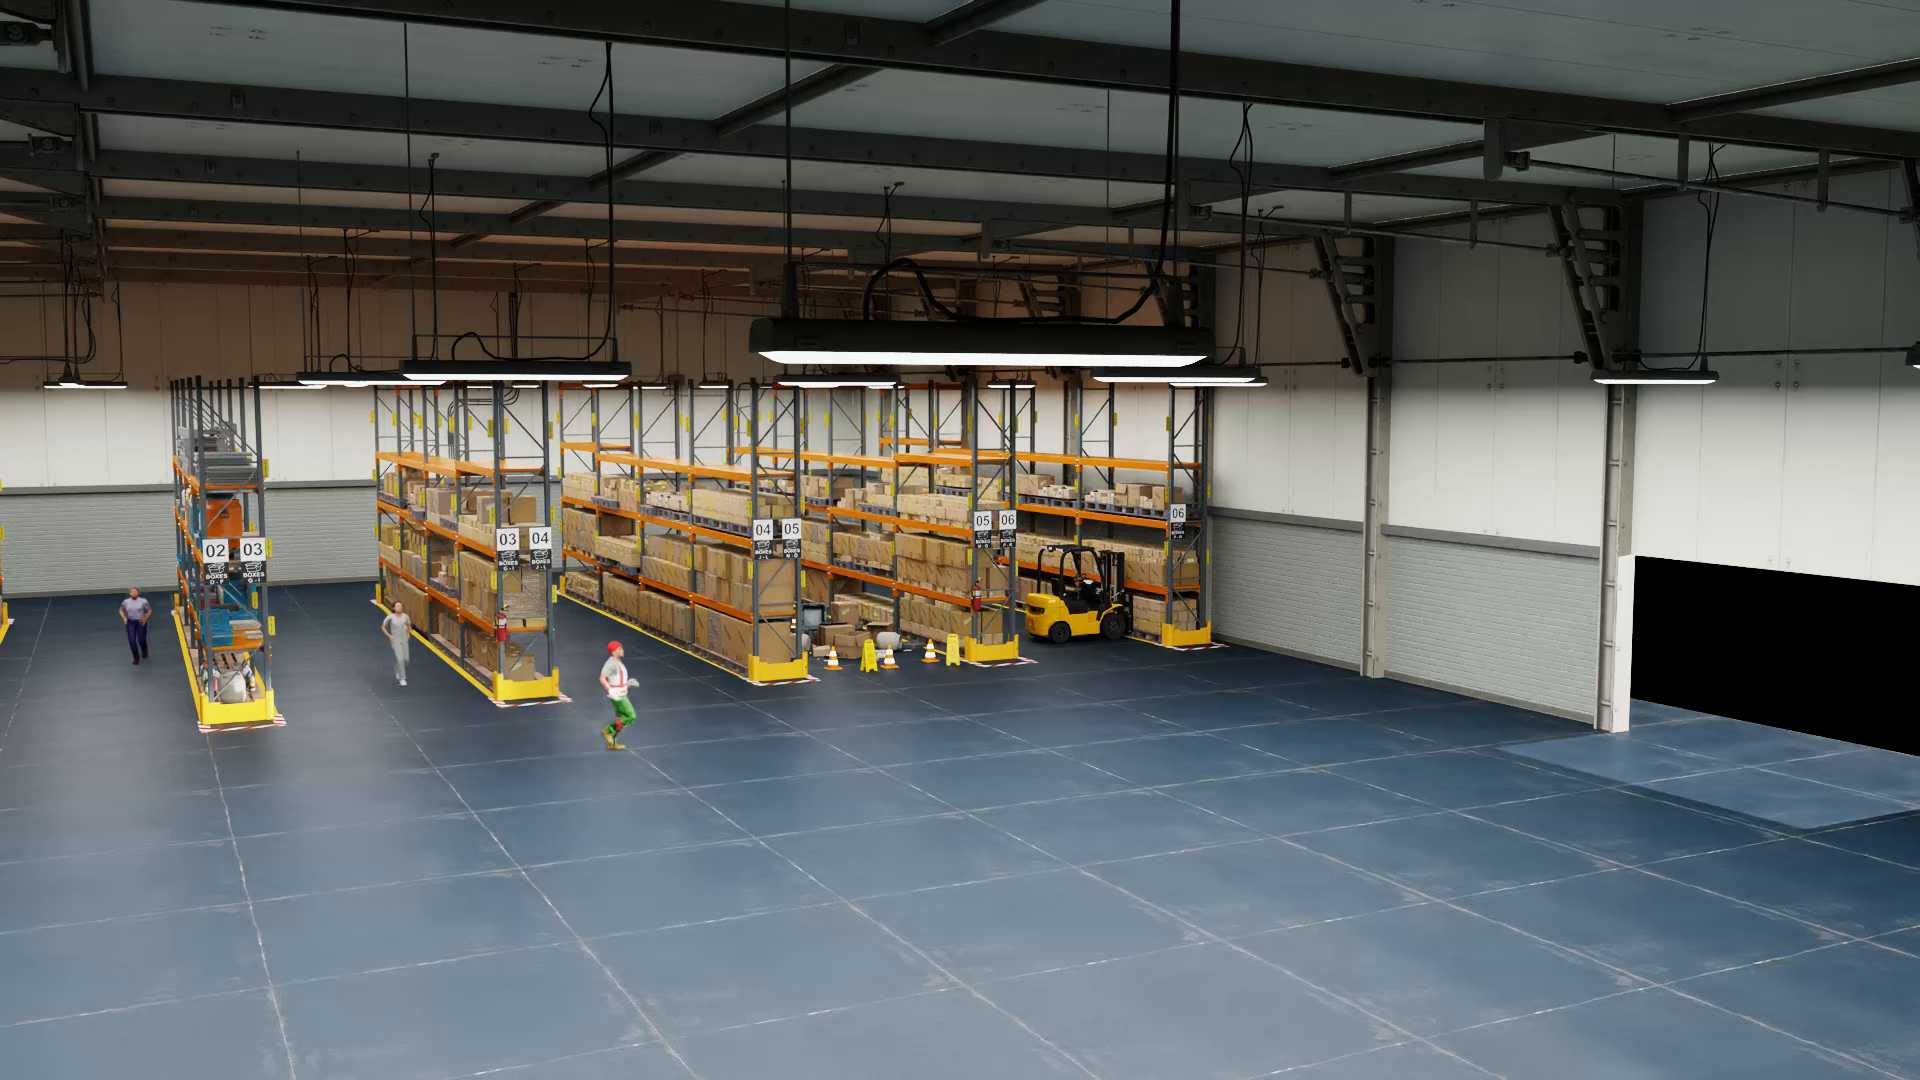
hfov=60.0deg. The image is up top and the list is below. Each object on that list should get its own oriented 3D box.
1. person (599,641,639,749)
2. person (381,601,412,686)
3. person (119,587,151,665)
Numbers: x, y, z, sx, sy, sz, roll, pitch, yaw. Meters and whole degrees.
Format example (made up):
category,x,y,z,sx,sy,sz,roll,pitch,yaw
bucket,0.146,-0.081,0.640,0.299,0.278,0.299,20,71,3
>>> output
category,x,y,z,sx,sy,sz,roll,pitch,yaw
person,-5.434,2.483,26.610,0.580,1.740,0.651,0,5,-3
person,-11.047,2.004,32.649,0.574,1.651,0.688,-4,7,-39
person,-17.447,1.797,35.193,0.614,1.622,0.581,-2,5,-20
